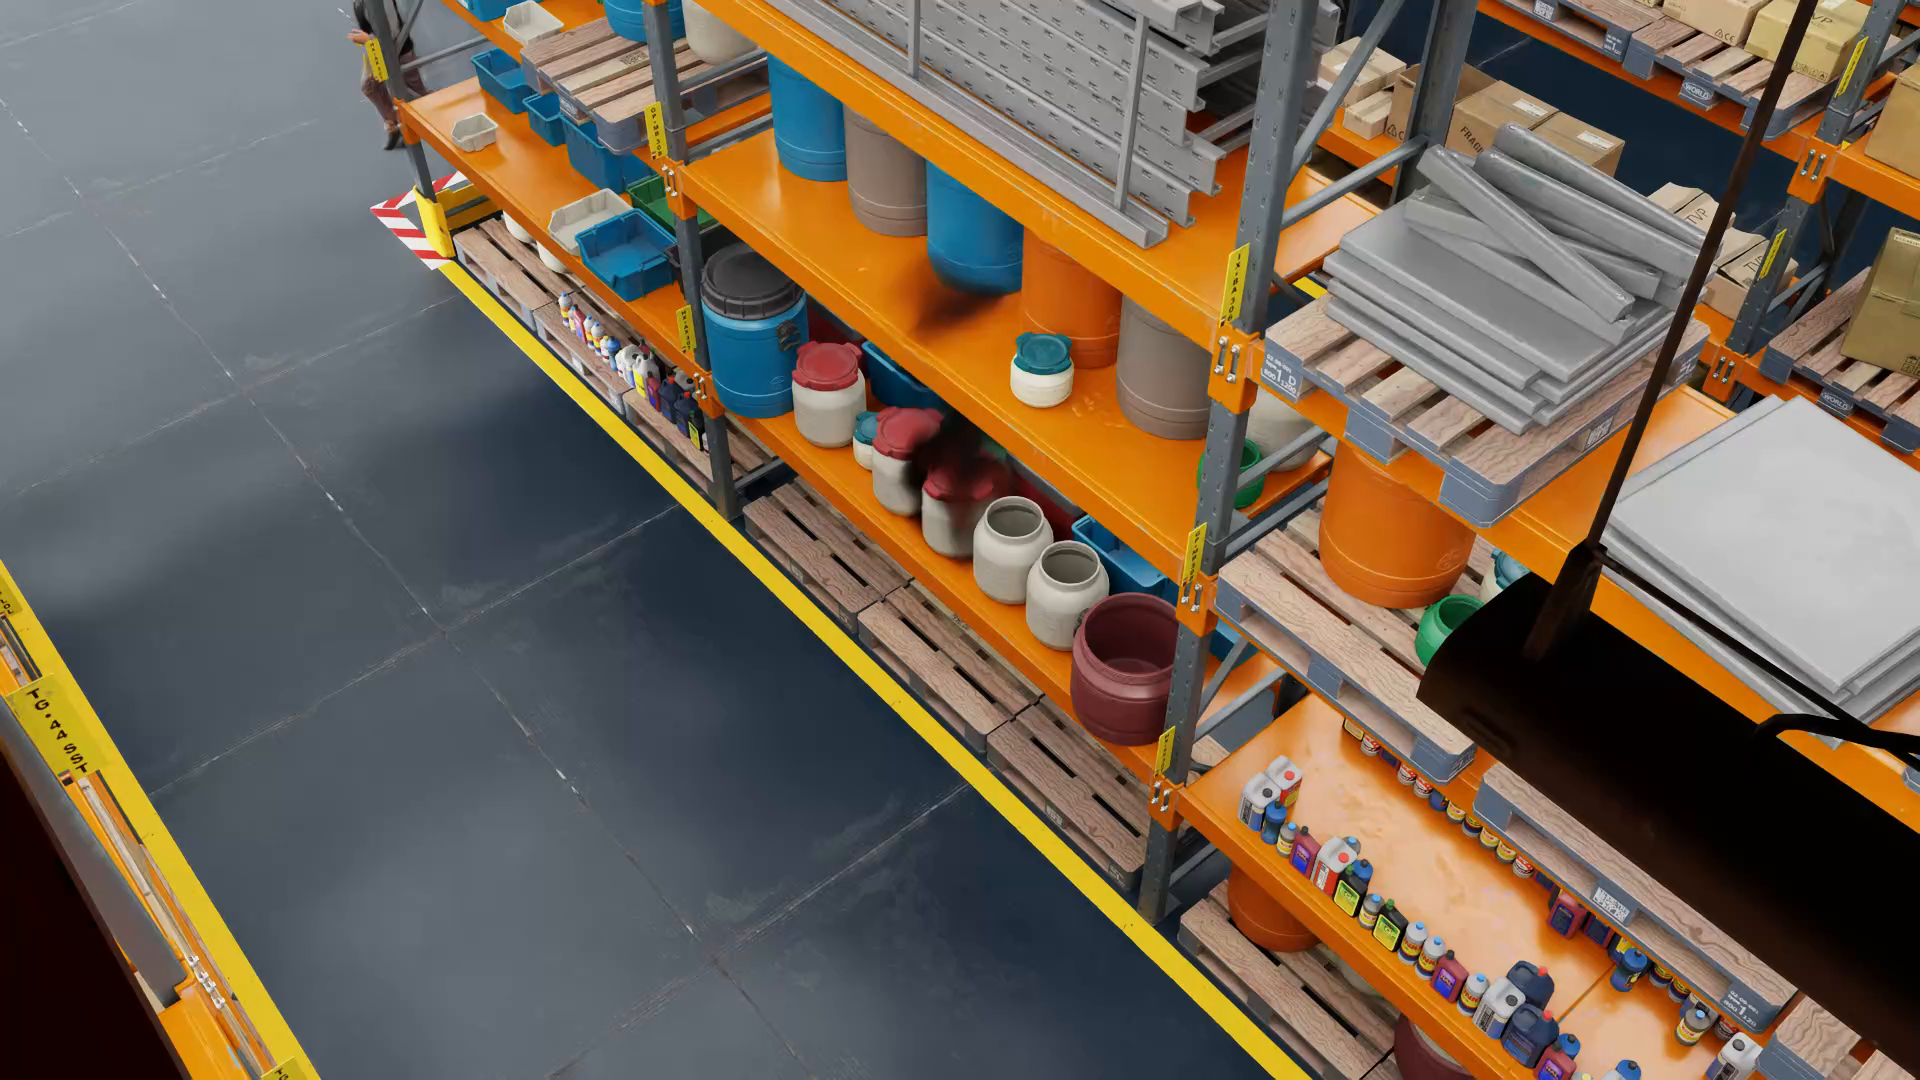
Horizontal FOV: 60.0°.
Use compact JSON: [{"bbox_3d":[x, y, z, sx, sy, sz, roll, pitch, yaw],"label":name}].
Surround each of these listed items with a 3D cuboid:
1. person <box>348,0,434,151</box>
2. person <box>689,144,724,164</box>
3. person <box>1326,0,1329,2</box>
[{"bbox_3d":[-4.584,-3.971,13.577,0.714,1.780,0.745,-19,49,-17],"label":"person"},{"bbox_3d":[-2.213,-3.718,13.339,0.644,1.722,0.645,10,47,9],"label":"person"},{"bbox_3d":[3.073,-5.384,14.919,0.820,1.803,0.605,13,48,12],"label":"person"}]
